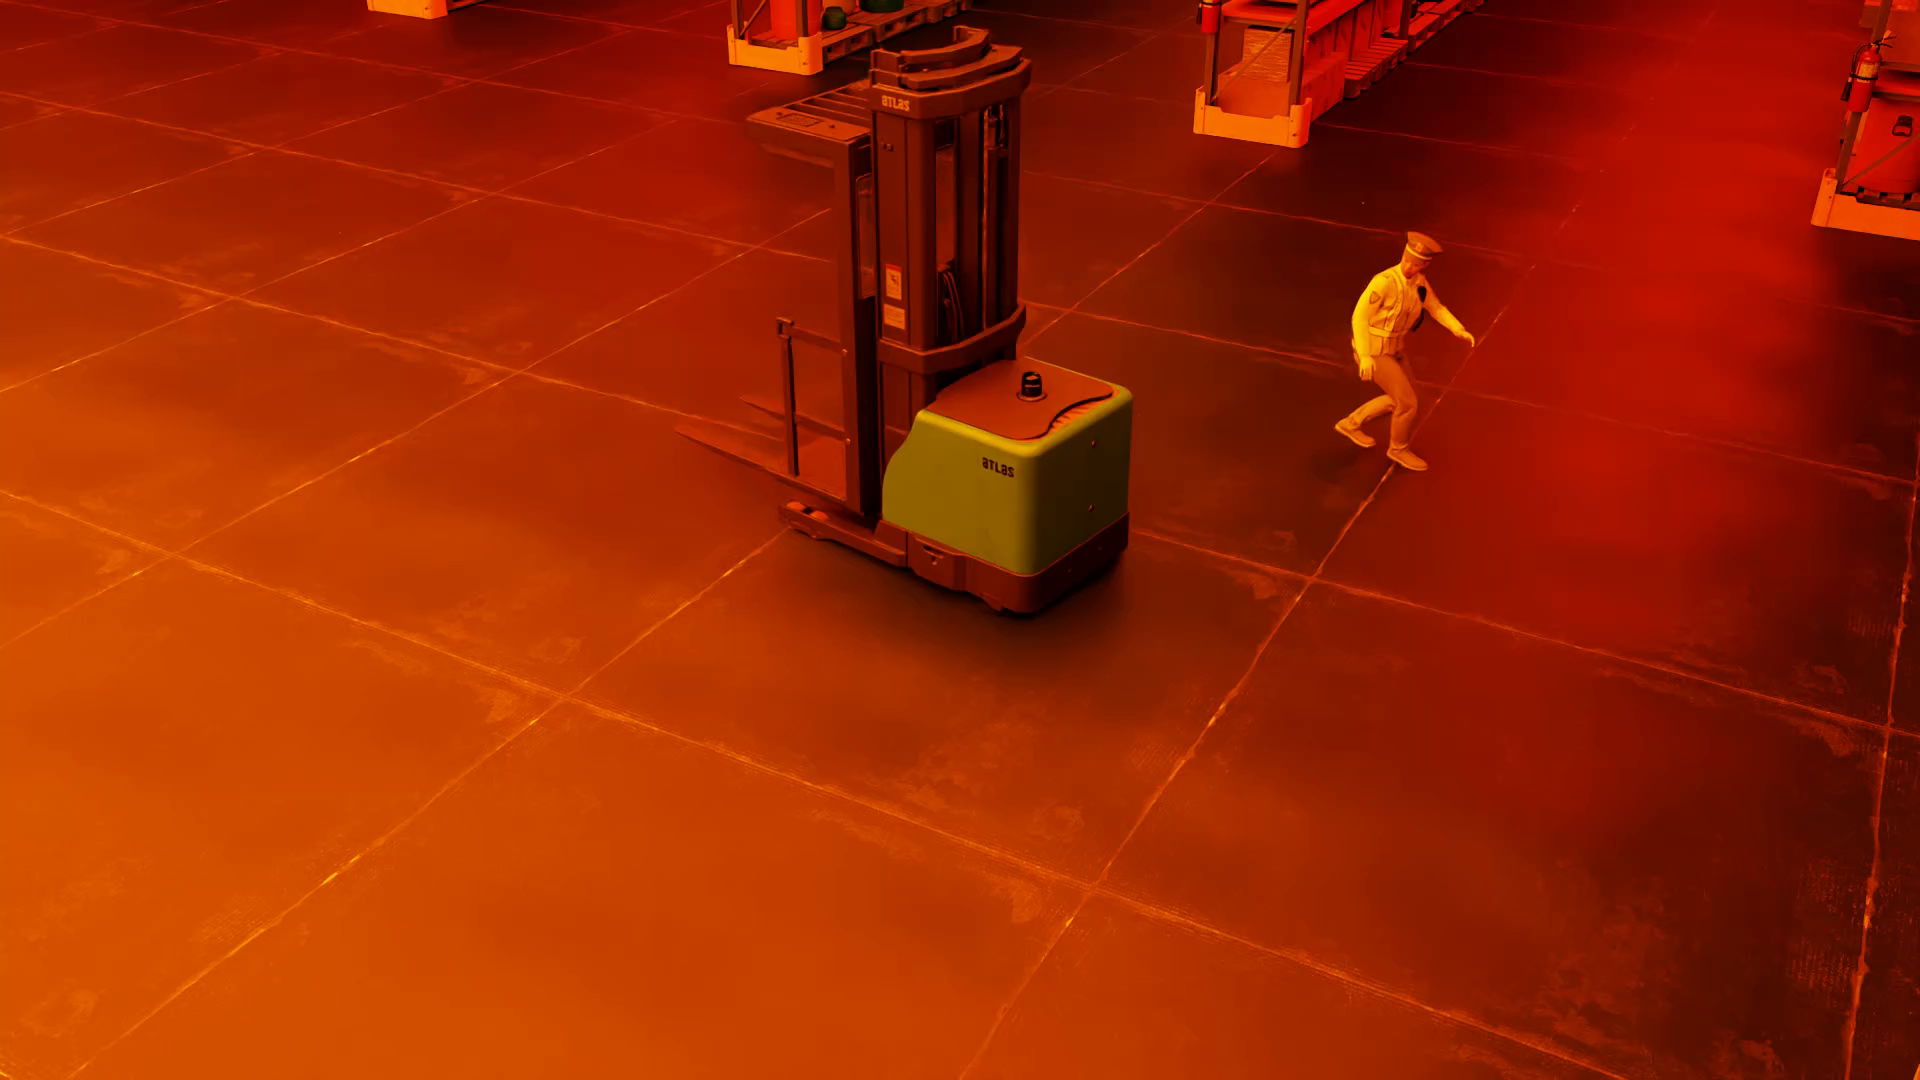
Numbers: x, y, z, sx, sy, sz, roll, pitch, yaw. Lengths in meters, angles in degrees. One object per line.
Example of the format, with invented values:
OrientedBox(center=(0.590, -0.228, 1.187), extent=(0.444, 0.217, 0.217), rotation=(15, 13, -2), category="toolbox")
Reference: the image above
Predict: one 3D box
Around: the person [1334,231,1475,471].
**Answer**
OrientedBox(center=(2.775, -1.155, 10.465), extent=(0.797, 1.552, 0.814), rotation=(21, 36, 31), category="person")

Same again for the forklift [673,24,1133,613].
OrientedBox(center=(-0.479, -1.459, 9.598), extent=(3.031, 2.935, 1.130), rotation=(22, 36, 33), category="forklift")
